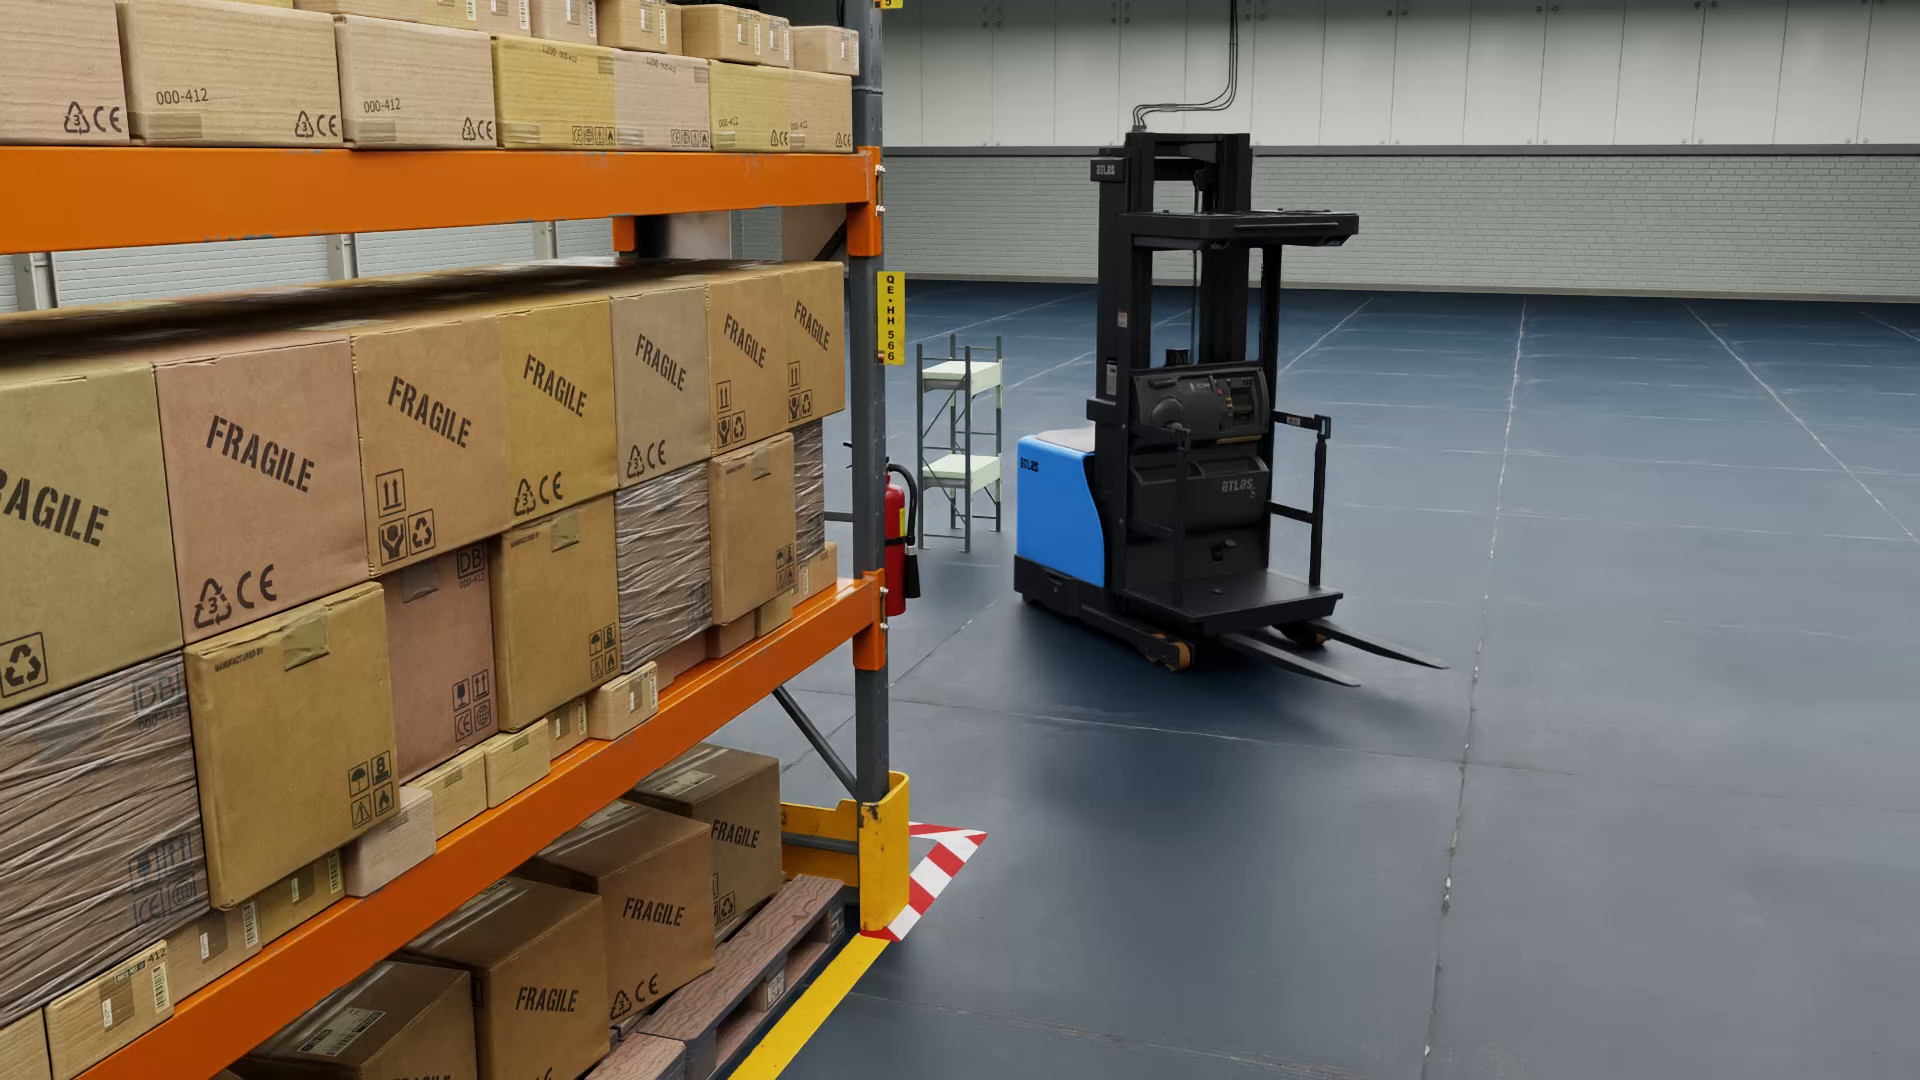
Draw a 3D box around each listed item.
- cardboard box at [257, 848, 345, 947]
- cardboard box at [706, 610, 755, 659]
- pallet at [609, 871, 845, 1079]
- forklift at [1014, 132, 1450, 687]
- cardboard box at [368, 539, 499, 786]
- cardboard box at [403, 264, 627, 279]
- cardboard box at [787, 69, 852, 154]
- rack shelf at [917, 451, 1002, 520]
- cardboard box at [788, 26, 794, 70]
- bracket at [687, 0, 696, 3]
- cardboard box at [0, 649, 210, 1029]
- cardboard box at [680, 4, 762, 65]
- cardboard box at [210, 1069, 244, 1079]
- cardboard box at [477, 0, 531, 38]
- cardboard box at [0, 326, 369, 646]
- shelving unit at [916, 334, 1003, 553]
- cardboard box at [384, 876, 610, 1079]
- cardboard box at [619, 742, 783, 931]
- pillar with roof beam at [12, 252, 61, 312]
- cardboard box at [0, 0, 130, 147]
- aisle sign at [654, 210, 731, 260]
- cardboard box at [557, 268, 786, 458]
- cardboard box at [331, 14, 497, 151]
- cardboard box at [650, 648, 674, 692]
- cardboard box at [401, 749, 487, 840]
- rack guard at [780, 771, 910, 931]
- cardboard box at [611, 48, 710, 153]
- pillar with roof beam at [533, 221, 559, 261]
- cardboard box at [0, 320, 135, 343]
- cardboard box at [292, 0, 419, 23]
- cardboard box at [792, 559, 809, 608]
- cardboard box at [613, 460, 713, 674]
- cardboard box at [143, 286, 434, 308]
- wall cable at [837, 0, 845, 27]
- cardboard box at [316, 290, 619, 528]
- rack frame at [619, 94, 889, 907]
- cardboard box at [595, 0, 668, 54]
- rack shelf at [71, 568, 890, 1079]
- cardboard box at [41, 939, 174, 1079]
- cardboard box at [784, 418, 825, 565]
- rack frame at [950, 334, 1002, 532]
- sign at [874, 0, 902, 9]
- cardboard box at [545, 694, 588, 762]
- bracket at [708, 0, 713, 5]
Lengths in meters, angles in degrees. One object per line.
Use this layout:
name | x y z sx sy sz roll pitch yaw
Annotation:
cardboard box | -1.481 0.676 3.351 0.380 0.149 0.250 4 14 18
cardboard box | -0.867 0.252 5.207 0.380 0.149 0.250 4 14 18
pallet | -1.082 1.438 5.712 1.003 0.211 1.213 4 14 18
forklift | 1.509 -0.812 9.460 1.130 2.935 3.031 -7 15 -29
cardboard box | -1.589 0.237 3.814 0.875 0.500 0.500 4 14 18
cardboard box | -1.365 -0.586 5.174 0.500 0.500 0.500 4 14 18
cardboard box | -0.676 -1.375 5.368 0.500 0.250 0.500 5 14 20
rack shelf | 0.002 -0.415 12.400 0.431 0.370 0.720 4 14 18
cardboard box | -0.751 -1.562 5.291 0.380 0.149 0.250 4 13 17
bracket | -6.006 -11.977 36.652 0.235 0.232 0.430 4 14 18
cardboard box | -1.851 0.453 2.871 0.875 0.500 0.500 4 14 18
cardboard box | -0.794 -1.442 4.765 0.380 0.149 0.250 4 14 19
cardboard box | -1.710 1.548 3.638 0.500 0.500 0.500 10 16 36
cardboard box | -1.221 -1.227 3.824 0.380 0.149 0.250 5 14 20
cardboard box | -1.509 -0.126 3.161 0.500 0.500 0.500 4 14 18
shelving unit | 0.002 -0.733 12.327 0.431 1.500 0.755 4 14 18
cardboard box | -1.360 1.297 4.737 0.500 0.500 0.500 6 14 24
cardboard box | -0.979 1.039 5.870 0.500 0.500 0.500 7 15 29
pillar with roof beam | -7.958 -6.235 19.584 9.100 9.000 0.400 4 14 18
cardboard box | -1.667 -0.729 2.537 0.500 0.250 0.500 4 13 16
aisle sign | -1.025 -1.408 6.072 0.394 0.787 0.004 4 14 18
cardboard box | -0.861 -0.548 5.006 0.500 0.500 0.500 4 14 18
cardboard box | -1.330 -0.945 3.482 0.500 0.250 0.500 4 13 16
cardboard box | -1.047 0.356 4.751 0.380 0.149 0.250 4 14 18
cardboard box | -1.320 0.570 3.812 0.380 0.149 0.250 4 14 18
rack guard | -0.785 1.129 6.418 1.175 0.500 0.348 4 14 18
cardboard box | -1.009 -1.162 4.436 0.500 0.250 0.500 5 14 20
pillar with roof beam | -4.075 -8.762 30.654 9.100 9.000 0.400 4 14 18
cardboard box | -2.009 -0.165 3.328 0.500 0.500 0.500 4 14 18
cardboard box | -1.321 -1.114 3.330 0.380 0.149 0.250 4 13 17
cardboard box | -0.739 0.144 5.679 0.380 0.149 0.250 4 14 18
cardboard box | -1.216 0.031 4.720 0.875 0.500 0.500 4 14 18
cardboard box | -1.682 -0.375 4.249 0.500 0.500 0.500 4 14 18
wall cable | -1.443 -11.614 38.778 3.097 2.526 0.112 4 14 18
cardboard box | -1.195 -0.338 4.087 0.500 0.500 0.500 4 14 18
rack frame | -0.761 -0.106 6.210 1.000 3.000 0.127 4 14 18
cardboard box | -0.983 -1.335 4.296 0.380 0.149 0.250 4 13 16
rack shelf | -1.408 0.666 4.445 1.077 0.370 4.000 4 14 18
cardboard box | -1.608 0.784 2.878 0.380 0.149 0.250 4 14 18
cardboard box | -0.965 -0.186 5.667 0.875 0.500 0.500 4 14 18
rack frame | 0.121 -0.810 12.665 0.400 1.500 0.023 4 14 18
sign | -0.242 -1.956 5.584 0.100 0.325 0.005 4 14 18
cardboard box | -1.190 0.463 4.284 0.380 0.149 0.250 4 14 18
bracket | -5.737 -12.152 37.417 0.235 0.232 0.430 4 14 18
